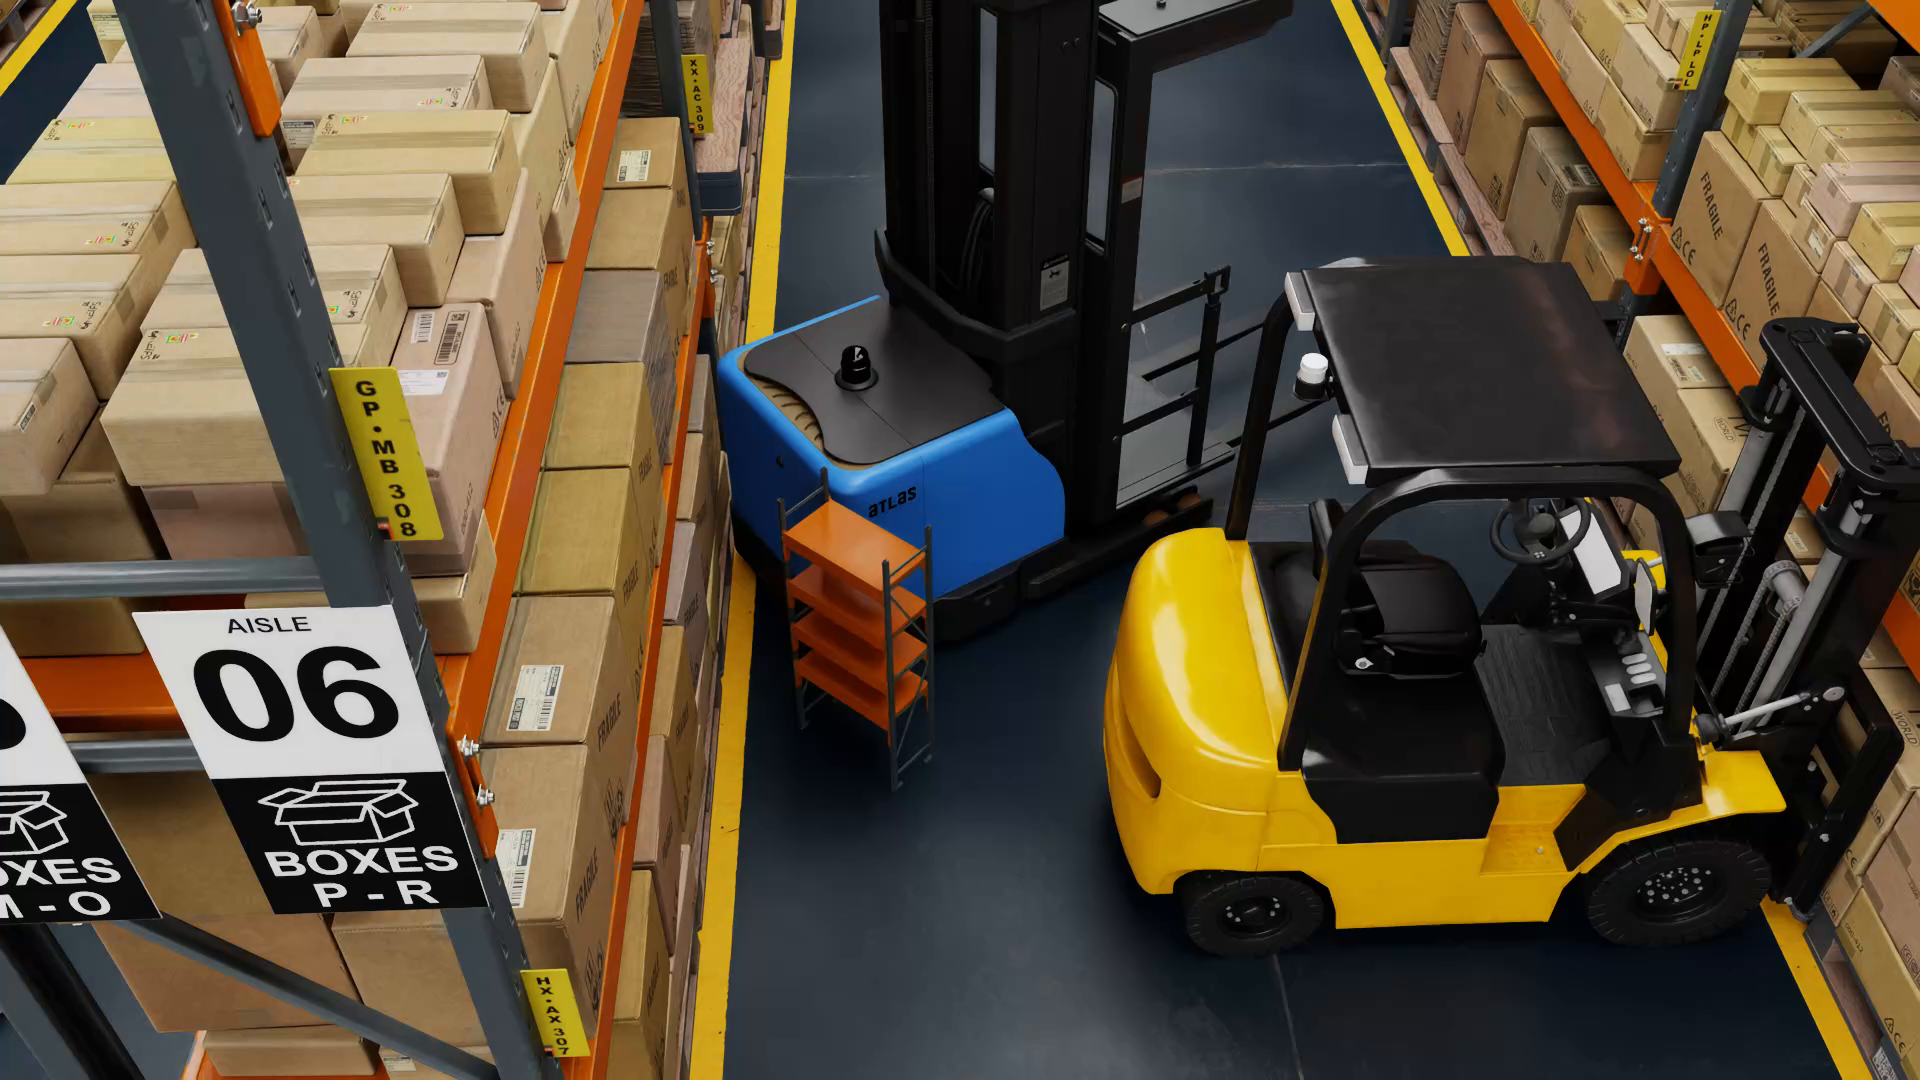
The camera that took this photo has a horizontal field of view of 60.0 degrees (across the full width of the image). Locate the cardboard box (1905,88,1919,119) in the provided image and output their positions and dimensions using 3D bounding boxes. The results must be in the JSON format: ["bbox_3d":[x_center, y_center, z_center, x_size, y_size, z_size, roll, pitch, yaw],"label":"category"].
[{"bbox_3d":[3.688,-1.531,6.076,0.380,0.149,0.250,-3,43,-3],"label":"cardboard box"}]

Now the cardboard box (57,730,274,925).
[{"bbox_3d":[-1.625,0.469,3.634,0.700,0.500,0.500,-3,43,-3],"label":"cardboard box"}]

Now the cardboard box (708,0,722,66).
[{"bbox_3d":[-1.311,-2.342,7.130,0.500,0.500,0.500,-2,43,-2],"label":"cardboard box"}]

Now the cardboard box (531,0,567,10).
[{"bbox_3d":[-1.163,-1.433,4.119,0.380,0.149,0.250,-1,43,-1],"label":"cardboard box"}]

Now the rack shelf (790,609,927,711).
[{"bbox_3d":[-0.366,0.399,6.175,0.480,0.148,0.258,29,50,28],"label":"rack shelf"}]

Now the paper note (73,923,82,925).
[{"bbox_3d":[-3.136,1.325,5.947,0.032,0.001,0.123,-2,43,-2],"label":"paper note"}]

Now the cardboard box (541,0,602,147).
[{"bbox_3d":[-1.201,-1.219,4.181,0.500,0.250,0.500,-1,43,-1],"label":"cardboard box"}]

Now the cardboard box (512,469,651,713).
[{"bbox_3d":[-1.177,0.155,4.717,0.500,0.500,0.500,-2,43,-3],"label":"cardboard box"}]

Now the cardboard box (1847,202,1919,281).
[{"bbox_3d":[3.188,-0.988,5.483,0.380,0.149,0.250,-2,43,-2],"label":"cardboard box"}]

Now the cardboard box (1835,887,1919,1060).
[{"bbox_3d":[3.226,1.392,5.385,0.500,0.250,0.500,-2,43,-2],"label":"cardboard box"}]

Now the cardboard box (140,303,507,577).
[{"bbox_3d":[-1.141,-0.185,3.052,0.500,0.250,0.500,-2,43,-3],"label":"cardboard box"}]

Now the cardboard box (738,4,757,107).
[{"bbox_3d":[-1.711,-2.883,9.959,0.950,0.372,0.625,-4,43,-5],"label":"cardboard box"}]

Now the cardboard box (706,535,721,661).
[{"bbox_3d":[-1.229,0.232,6.651,0.500,0.250,0.500,-3,43,-3],"label":"cardboard box"}]

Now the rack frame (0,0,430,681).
[{"bbox_3d":[-1.385,-0.889,1.710,1.000,3.000,0.127,-2,43,-2],"label":"rack frame"}]

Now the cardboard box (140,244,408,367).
[{"bbox_3d":[-1.223,-0.400,2.992,0.380,0.149,0.250,-2,43,-2],"label":"cardboard box"}]

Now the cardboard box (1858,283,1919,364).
[{"bbox_3d":[3.180,-0.711,5.401,0.380,0.149,0.250,-3,43,-3],"label":"cardboard box"}]

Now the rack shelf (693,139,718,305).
[{"bbox_3d":[-1.640,-2.463,8.399,1.077,0.370,4.000,-2,43,-2],"label":"rack shelf"}]

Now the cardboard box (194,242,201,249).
[{"bbox_3d":[-1.683,-0.515,3.413,0.500,0.250,0.500,-2,43,-2],"label":"cardboard box"}]

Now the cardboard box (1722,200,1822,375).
[{"bbox_3d":[3.200,-0.901,6.089,0.500,0.500,0.500,-1,43,-1],"label":"cardboard box"}]

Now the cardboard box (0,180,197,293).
[{"bbox_3d":[-1.697,-0.551,3.157,0.380,0.149,0.250,-2,43,-2],"label":"cardboard box"}]

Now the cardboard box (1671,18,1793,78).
[{"bbox_3d":[3.167,-2.023,6.833,0.380,0.149,0.250,0,43,0],"label":"cardboard box"}]

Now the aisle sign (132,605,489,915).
[{"bbox_3d":[-1.073,0.397,2.823,0.394,0.787,0.004,-2,43,-2],"label":"aisle sign"}]

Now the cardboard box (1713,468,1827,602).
[{"bbox_3d":[3.155,-0.016,6.181,0.500,0.250,0.500,0,43,0],"label":"cardboard box"}]

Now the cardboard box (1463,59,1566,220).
[{"bbox_3d":[3.311,-2.186,9.011,0.875,0.625,0.625,-3,43,-4],"label":"cardboard box"}]

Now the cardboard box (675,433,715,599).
[{"bbox_3d":[-1.239,-0.060,6.415,0.500,0.500,0.500,-1,43,-1],"label":"cardboard box"}]

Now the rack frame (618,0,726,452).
[{"bbox_3d":[-1.555,-1.378,6.683,1.000,3.000,0.127,-2,43,-2],"label":"rack frame"}]

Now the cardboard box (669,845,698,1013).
[{"bbox_3d":[-1.158,1.284,5.503,0.500,0.250,0.500,0,43,0],"label":"cardboard box"}]

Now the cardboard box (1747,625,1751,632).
[{"bbox_3d":[3.149,0.167,6.352,0.500,0.250,0.500,-2,43,-2],"label":"cardboard box"}]

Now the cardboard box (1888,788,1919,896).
[{"bbox_3d":[3.215,1.021,5.050,0.500,0.250,0.500,-1,43,-1],"label":"cardboard box"}]

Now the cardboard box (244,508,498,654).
[{"bbox_3d":[-1.075,0.076,3.063,0.380,0.149,0.250,-2,43,-2],"label":"cardboard box"}]

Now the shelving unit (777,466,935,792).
[{"bbox_3d":[-0.366,0.350,6.130,0.503,1.200,0.258,29,50,28],"label":"shelving unit"}]

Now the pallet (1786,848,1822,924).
[{"bbox_3d":[3.451,0.869,6.296,1.003,0.211,1.213,-2,43,-2],"label":"pallet"}]

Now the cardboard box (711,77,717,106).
[{"bbox_3d":[-1.265,-1.991,7.227,0.380,0.149,0.250,-1,43,-1],"label":"cardboard box"}]

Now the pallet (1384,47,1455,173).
[{"bbox_3d":[3.230,-2.638,10.122,1.003,0.211,1.213,-2,43,-2],"label":"pallet"}]

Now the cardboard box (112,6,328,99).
[{"bbox_3d":[-1.644,-1.067,3.720,0.380,0.149,0.250,-3,43,-3],"label":"cardboard box"}]

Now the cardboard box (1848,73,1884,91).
[{"bbox_3d":[3.638,-2.002,7.105,0.500,0.250,0.500,-2,43,-2],"label":"cardboard box"}]

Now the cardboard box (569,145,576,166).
[{"bbox_3d":[-1.186,-0.973,4.207,0.380,0.149,0.250,-3,43,-3],"label":"cardboard box"}]

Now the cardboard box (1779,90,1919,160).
[{"bbox_3d":[3.240,-1.511,6.054,0.380,0.149,0.250,-1,43,-1],"label":"cardboard box"}]

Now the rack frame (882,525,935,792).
[{"bbox_3d":[-0.179,0.455,6.015,0.015,1.200,0.240,29,50,28],"label":"rack frame"}]

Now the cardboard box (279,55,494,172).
[{"bbox_3d":[-1.215,-0.907,3.545,0.380,0.149,0.250,-2,43,-2],"label":"cardboard box"}]

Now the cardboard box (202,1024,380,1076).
[{"bbox_3d":[-1.615,1.169,4.091,0.380,0.149,0.250,0,43,0],"label":"cardboard box"}]

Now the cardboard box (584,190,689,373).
[{"bbox_3d":[-1.259,-0.884,5.850,0.500,0.500,0.500,0,43,0],"label":"cardboard box"}]

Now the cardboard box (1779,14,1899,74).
[{"bbox_3d":[3.603,-2.042,6.854,0.380,0.149,0.250,-3,43,-3],"label":"cardboard box"}]

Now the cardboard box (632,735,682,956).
[{"bbox_3d":[-1.172,0.984,5.276,0.500,0.500,0.500,-3,43,-3],"label":"cardboard box"}]

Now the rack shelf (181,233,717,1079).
[{"bbox_3d":[-1.470,0.238,5.453,1.077,0.370,4.000,-2,43,-2],"label":"rack shelf"}]

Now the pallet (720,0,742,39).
[{"bbox_3d":[-1.600,-2.672,8.237,1.003,0.211,1.213,-2,43,-2],"label":"pallet"}]

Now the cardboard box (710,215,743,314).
[{"bbox_3d":[-1.614,-1.403,8.345,0.950,0.372,0.625,1,43,1],"label":"cardboard box"}]

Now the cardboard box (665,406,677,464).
[{"bbox_3d":[-1.191,-0.391,5.792,0.380,0.149,0.250,-2,43,-2],"label":"cardboard box"}]

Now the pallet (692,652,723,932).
[{"bbox_3d":[-1.437,0.928,6.231,1.003,0.211,1.213,-2,43,-2],"label":"pallet"}]

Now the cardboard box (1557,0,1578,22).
[{"bbox_3d":[3.083,-2.668,7.832,0.500,0.250,0.500,-1,43,-1],"label":"cardboard box"}]

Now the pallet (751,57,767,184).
[{"bbox_3d":[-1.693,-2.523,9.996,1.003,0.211,1.213,-2,43,-2],"label":"pallet"}]

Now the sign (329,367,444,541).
[{"bbox_3d":[-0.843,-0.121,2.445,0.100,0.325,0.005,-2,43,-2],"label":"sign"}]

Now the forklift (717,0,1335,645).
[{"bbox_3d":[0.517,-1.321,6.672,3.031,2.935,1.130,-25,48,-25],"label":"forklift"}]

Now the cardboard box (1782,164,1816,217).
[{"bbox_3d":[3.206,-1.226,5.963,0.380,0.149,0.250,-2,43,-2],"label":"cardboard box"}]

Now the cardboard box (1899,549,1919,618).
[{"bbox_3d":[3.255,0.120,4.975,0.500,0.500,0.500,-2,43,-3],"label":"cardboard box"}]

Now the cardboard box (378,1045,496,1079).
[{"bbox_3d":[-1.193,1.180,4.078,0.380,0.149,0.250,-1,43,-2],"label":"cardboard box"}]

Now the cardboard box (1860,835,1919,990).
[{"bbox_3d":[3.230,1.194,5.232,0.500,0.250,0.500,-2,43,-2],"label":"cardboard box"}]

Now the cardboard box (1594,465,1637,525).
[{"bbox_3d":[3.094,-0.328,7.262,0.500,0.250,0.500,-1,43,-1],"label":"cardboard box"}]

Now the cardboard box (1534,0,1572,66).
[{"bbox_3d":[3.104,-2.476,7.992,0.500,0.250,0.500,-1,43,-2],"label":"cardboard box"}]
